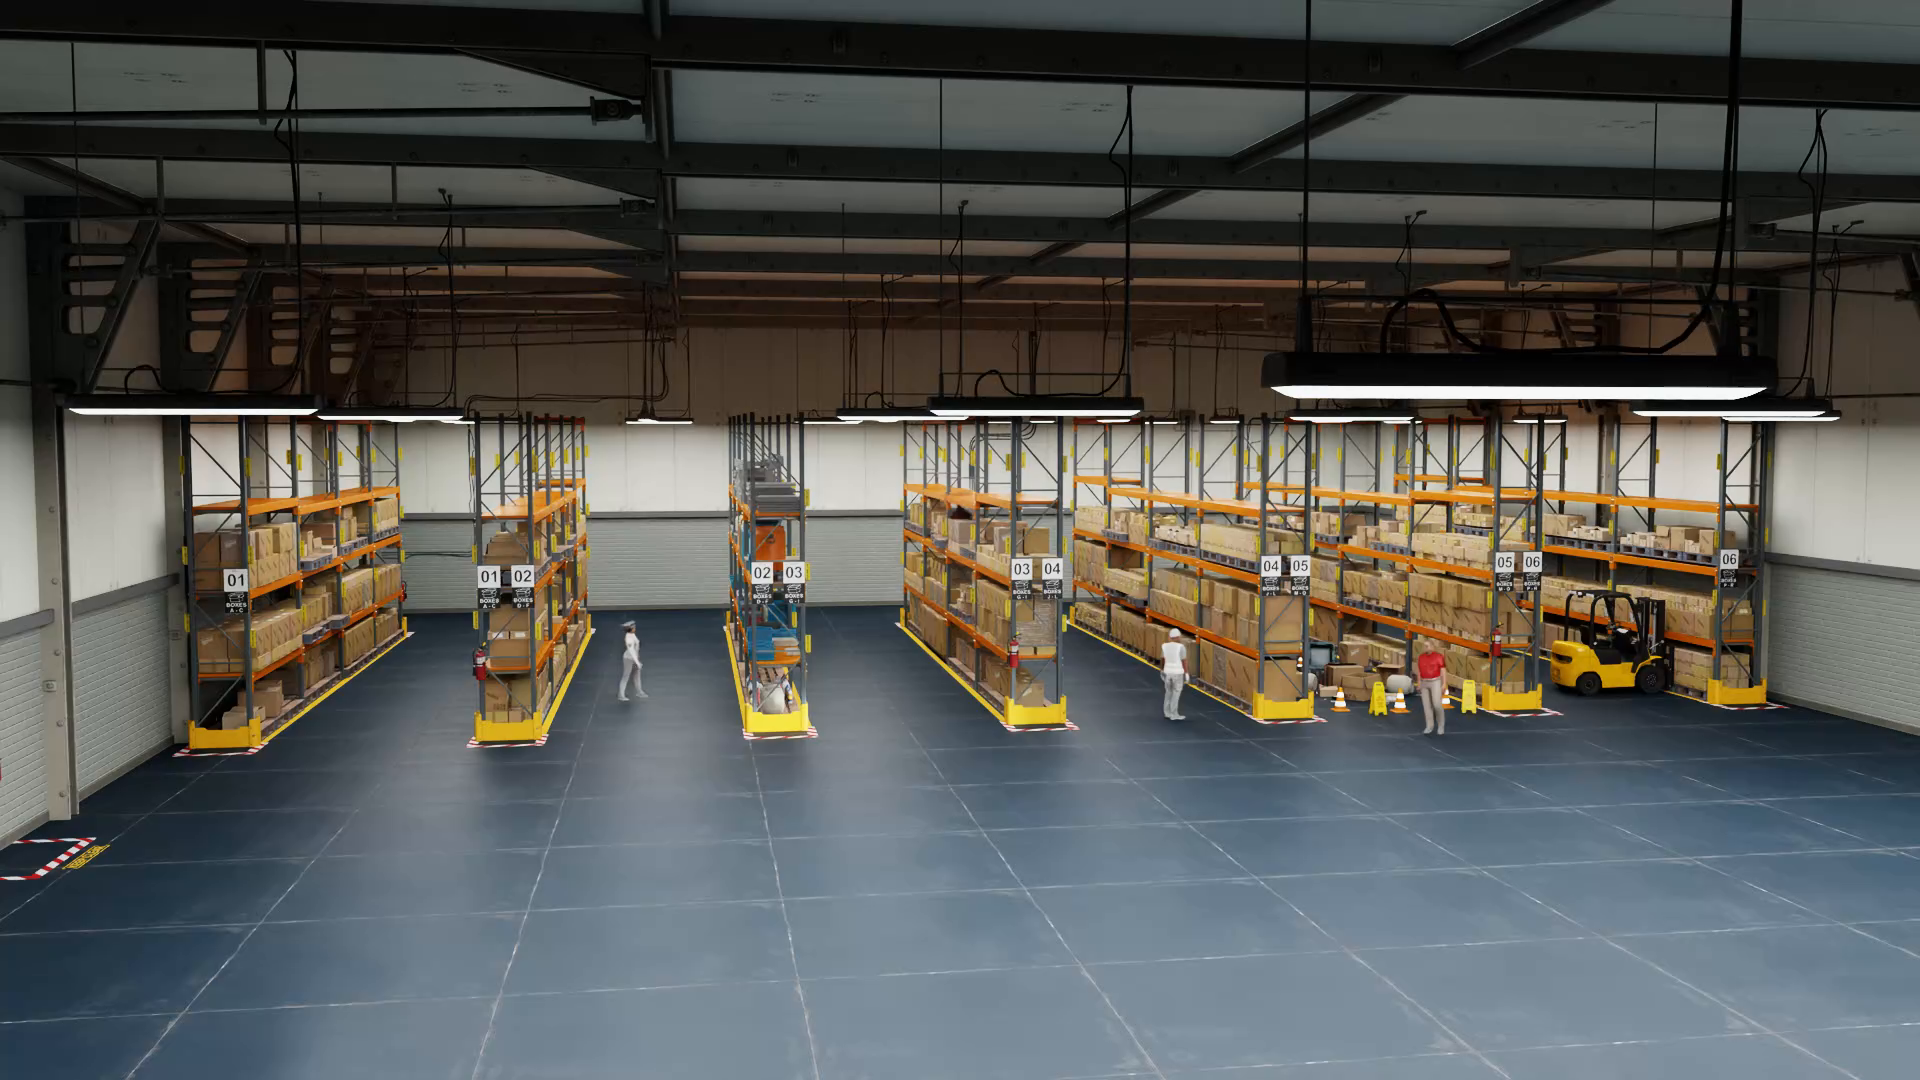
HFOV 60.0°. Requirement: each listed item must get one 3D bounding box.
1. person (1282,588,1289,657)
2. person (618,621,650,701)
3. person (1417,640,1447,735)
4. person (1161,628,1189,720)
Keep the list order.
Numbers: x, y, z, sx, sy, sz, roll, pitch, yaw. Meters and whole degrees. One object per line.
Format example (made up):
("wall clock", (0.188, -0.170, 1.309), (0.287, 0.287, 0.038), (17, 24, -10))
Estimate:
("person", (7.843, 2.071, 40.517), (0.618, 1.821, 0.542), (-1, 4, -18))
("person", (-6.881, 2.533, 34.951), (0.550, 1.697, 0.672), (0, 4, 5))
("person", (8.807, 2.756, 31.143), (0.593, 1.774, 0.398), (4, 5, 44))
("person", (4.244, 2.628, 32.607), (0.649, 1.808, 0.481), (4, 5, 45))
